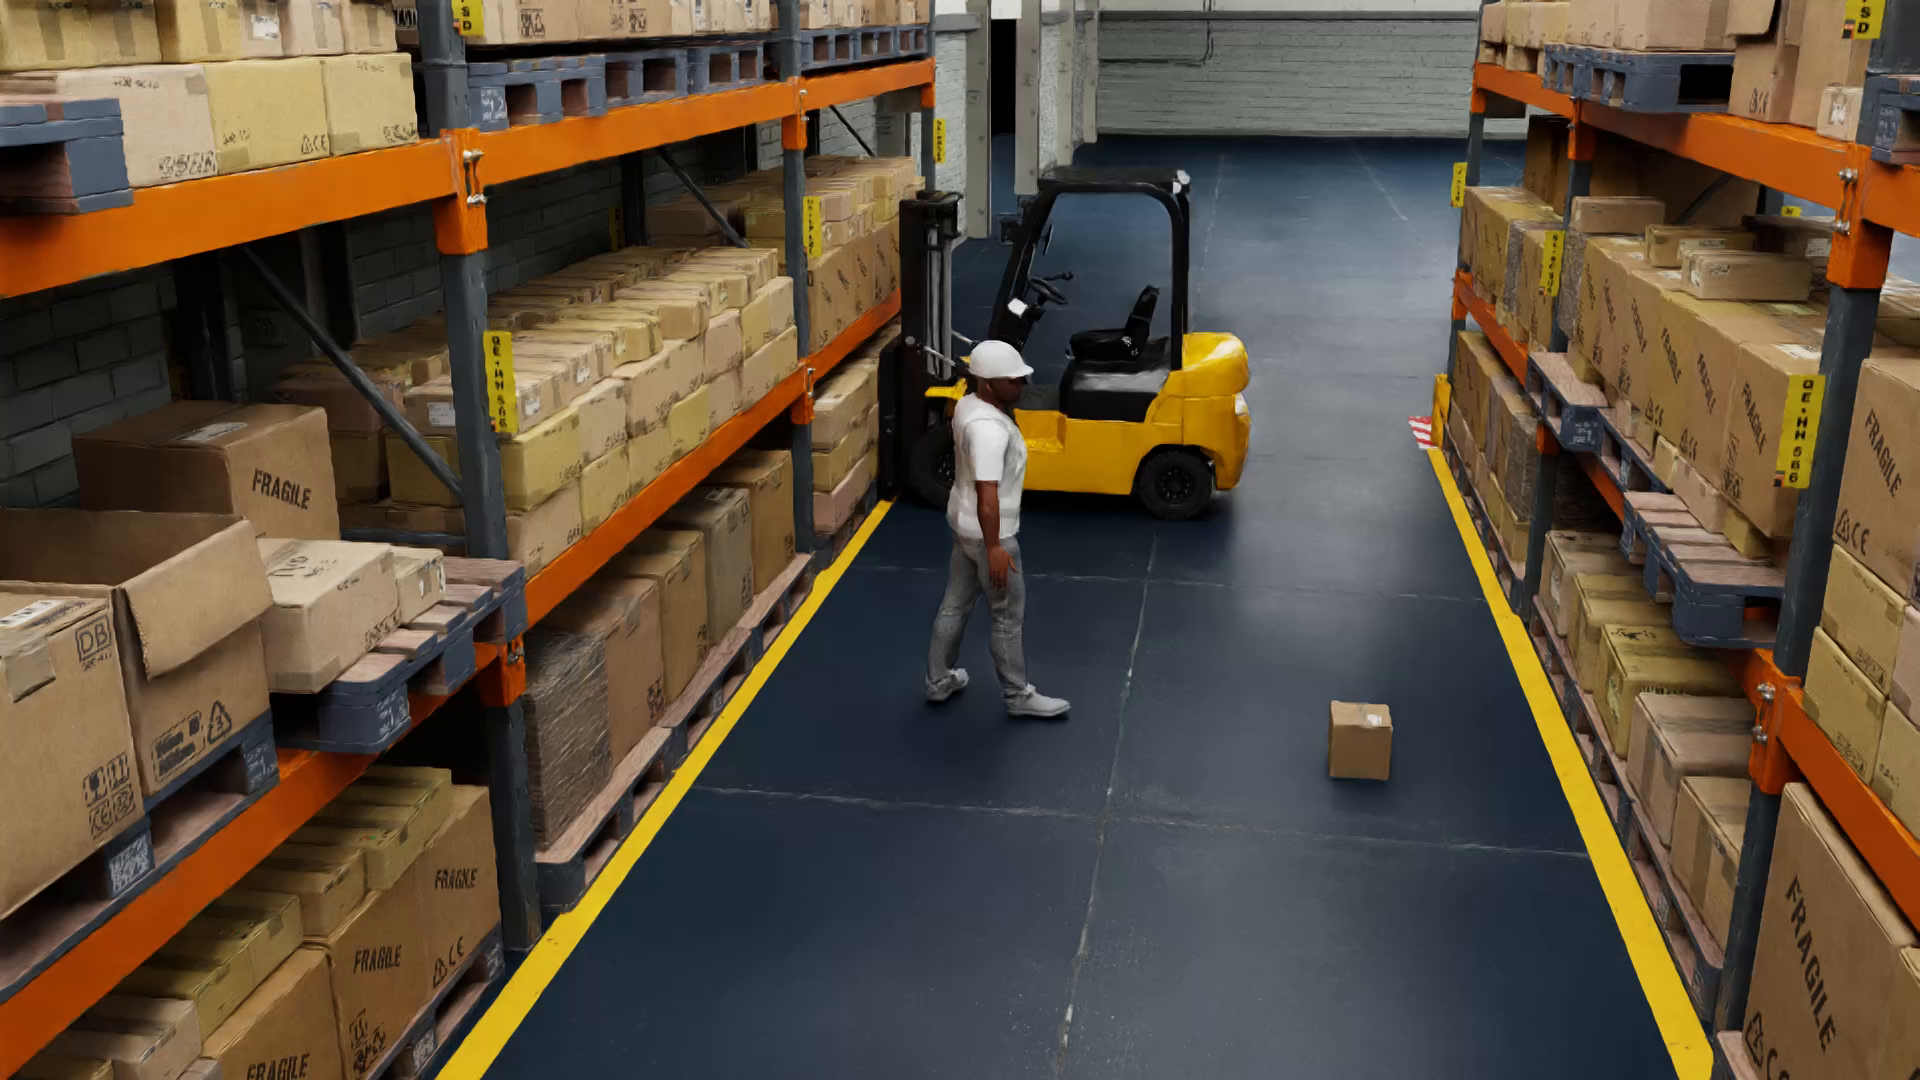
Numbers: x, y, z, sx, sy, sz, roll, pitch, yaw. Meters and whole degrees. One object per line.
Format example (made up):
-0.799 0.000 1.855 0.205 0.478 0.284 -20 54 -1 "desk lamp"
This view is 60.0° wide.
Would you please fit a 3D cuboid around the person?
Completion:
0.169 -0.043 7.638 0.637 1.767 0.683 -4 18 -11 "person"
